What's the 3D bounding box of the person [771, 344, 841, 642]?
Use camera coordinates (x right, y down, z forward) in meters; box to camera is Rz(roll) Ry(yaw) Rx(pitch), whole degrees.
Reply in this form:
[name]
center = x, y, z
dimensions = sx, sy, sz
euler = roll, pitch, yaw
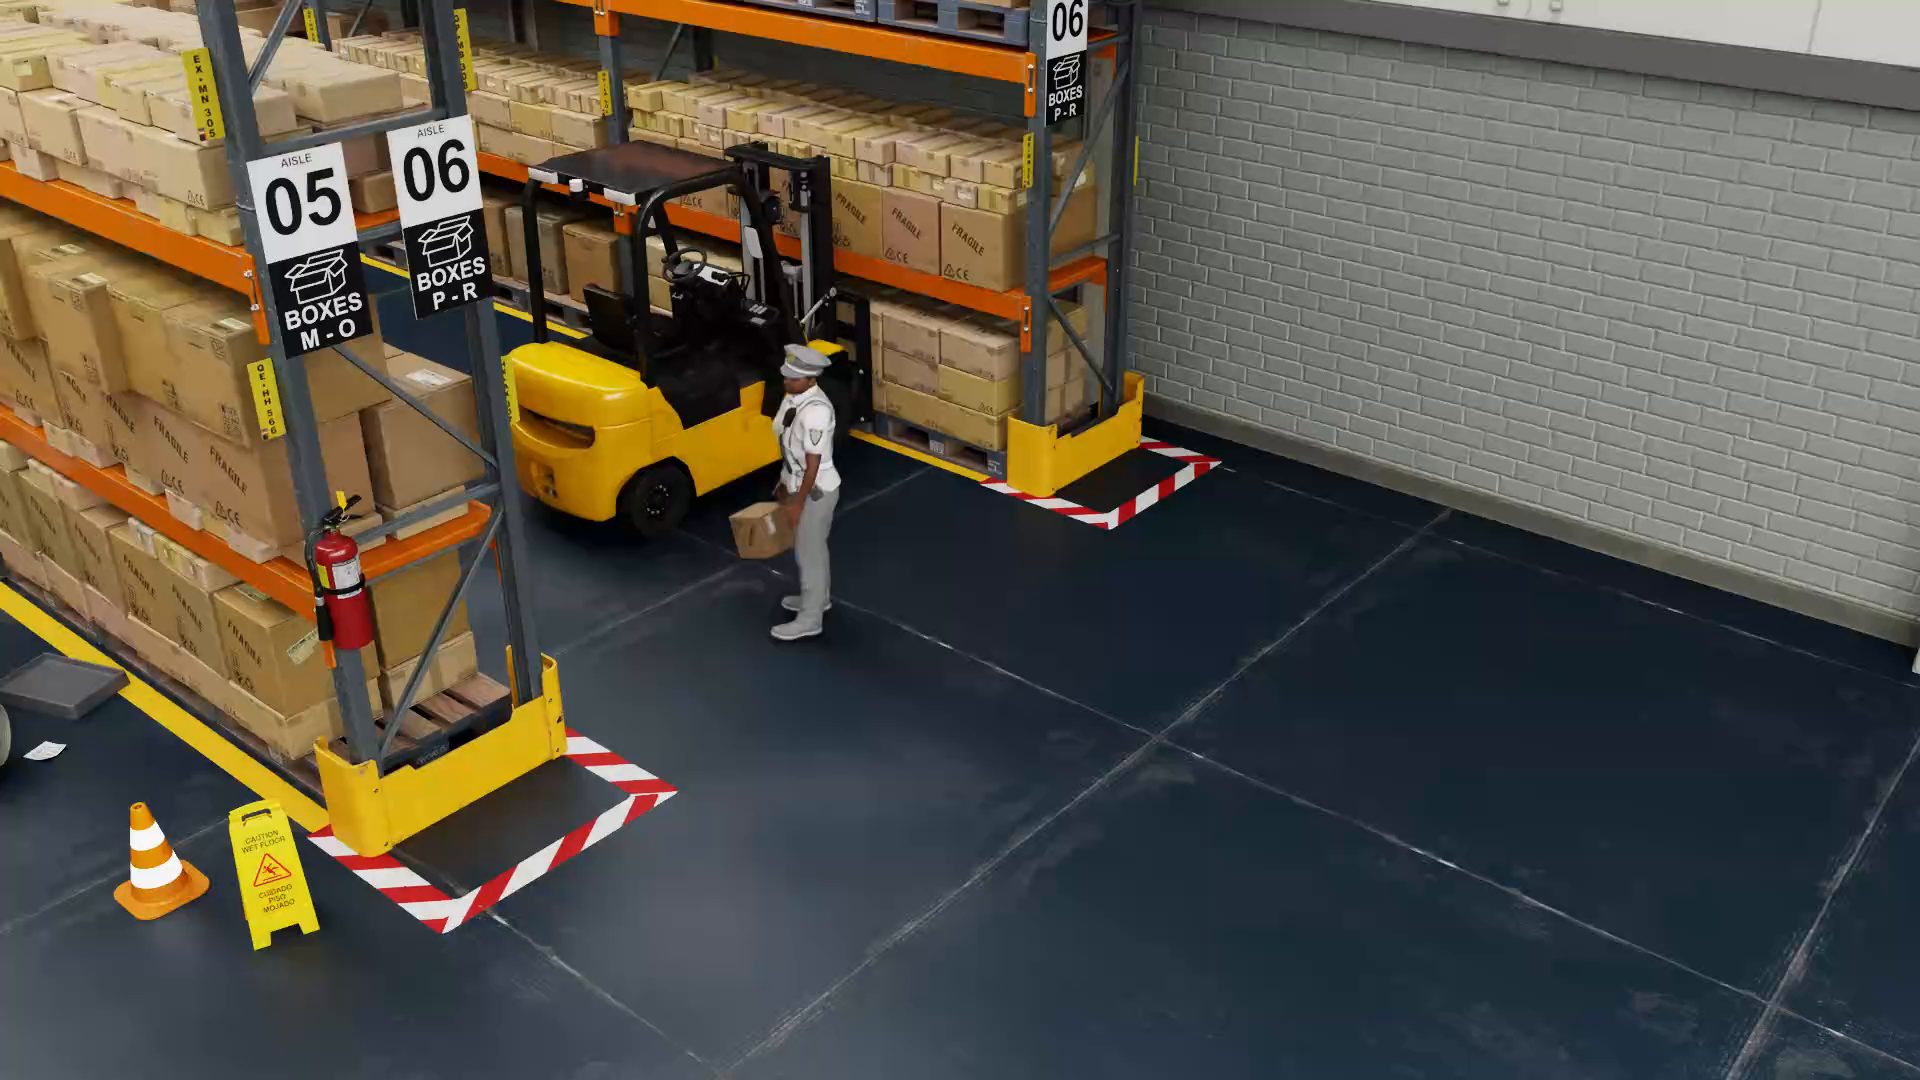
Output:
[person]
center = -0.884, -0.272, 9.074
dimensions = 0.436, 1.690, 0.532
euler = -9, 29, -18
